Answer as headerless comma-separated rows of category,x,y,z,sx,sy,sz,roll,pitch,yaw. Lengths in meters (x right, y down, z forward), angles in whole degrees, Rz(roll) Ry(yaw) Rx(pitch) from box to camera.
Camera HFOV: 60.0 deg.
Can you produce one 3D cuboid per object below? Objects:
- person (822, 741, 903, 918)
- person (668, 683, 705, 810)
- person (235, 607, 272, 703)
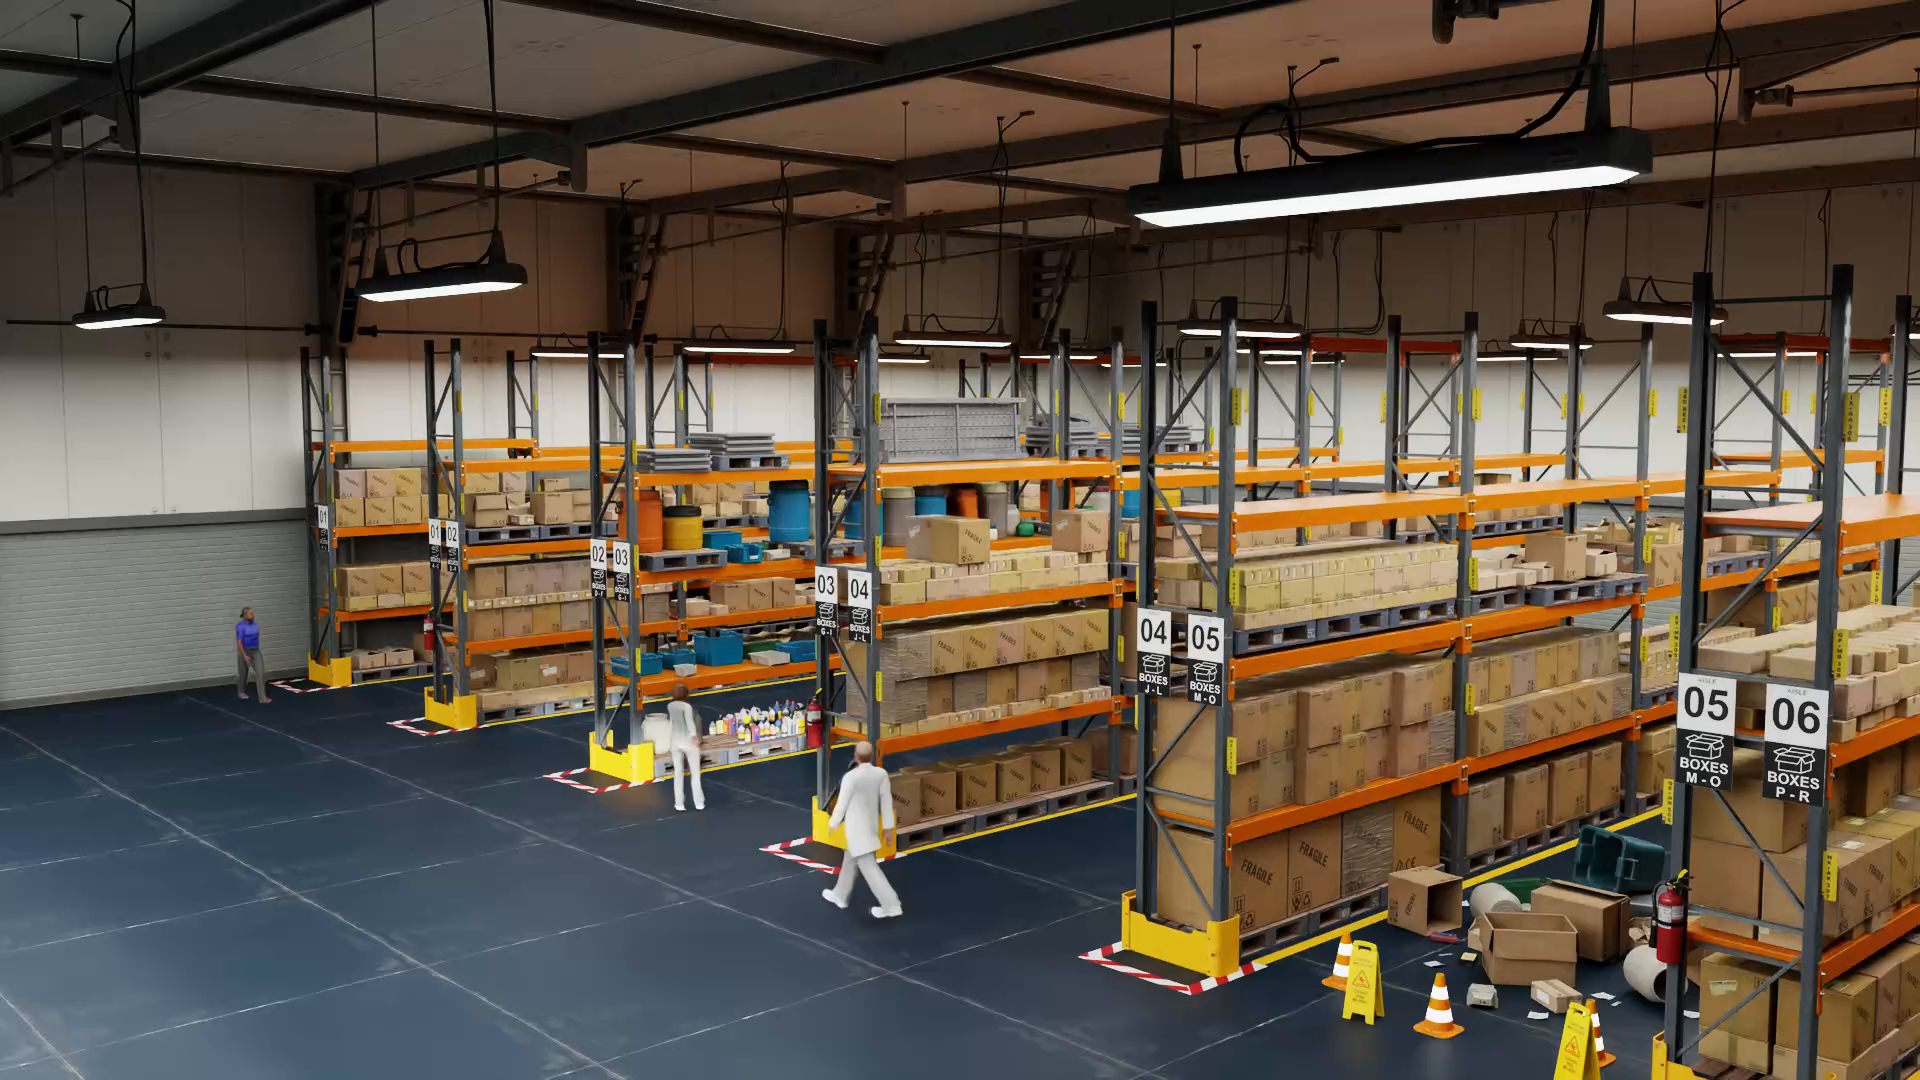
person,-0.994,2.849,16.459,1.099,1.739,0.521,3,6,27
person,-3.399,2.570,20.666,0.454,1.573,0.397,2,5,20
person,-11.827,1.907,27.719,0.447,1.598,0.961,-5,7,-42
